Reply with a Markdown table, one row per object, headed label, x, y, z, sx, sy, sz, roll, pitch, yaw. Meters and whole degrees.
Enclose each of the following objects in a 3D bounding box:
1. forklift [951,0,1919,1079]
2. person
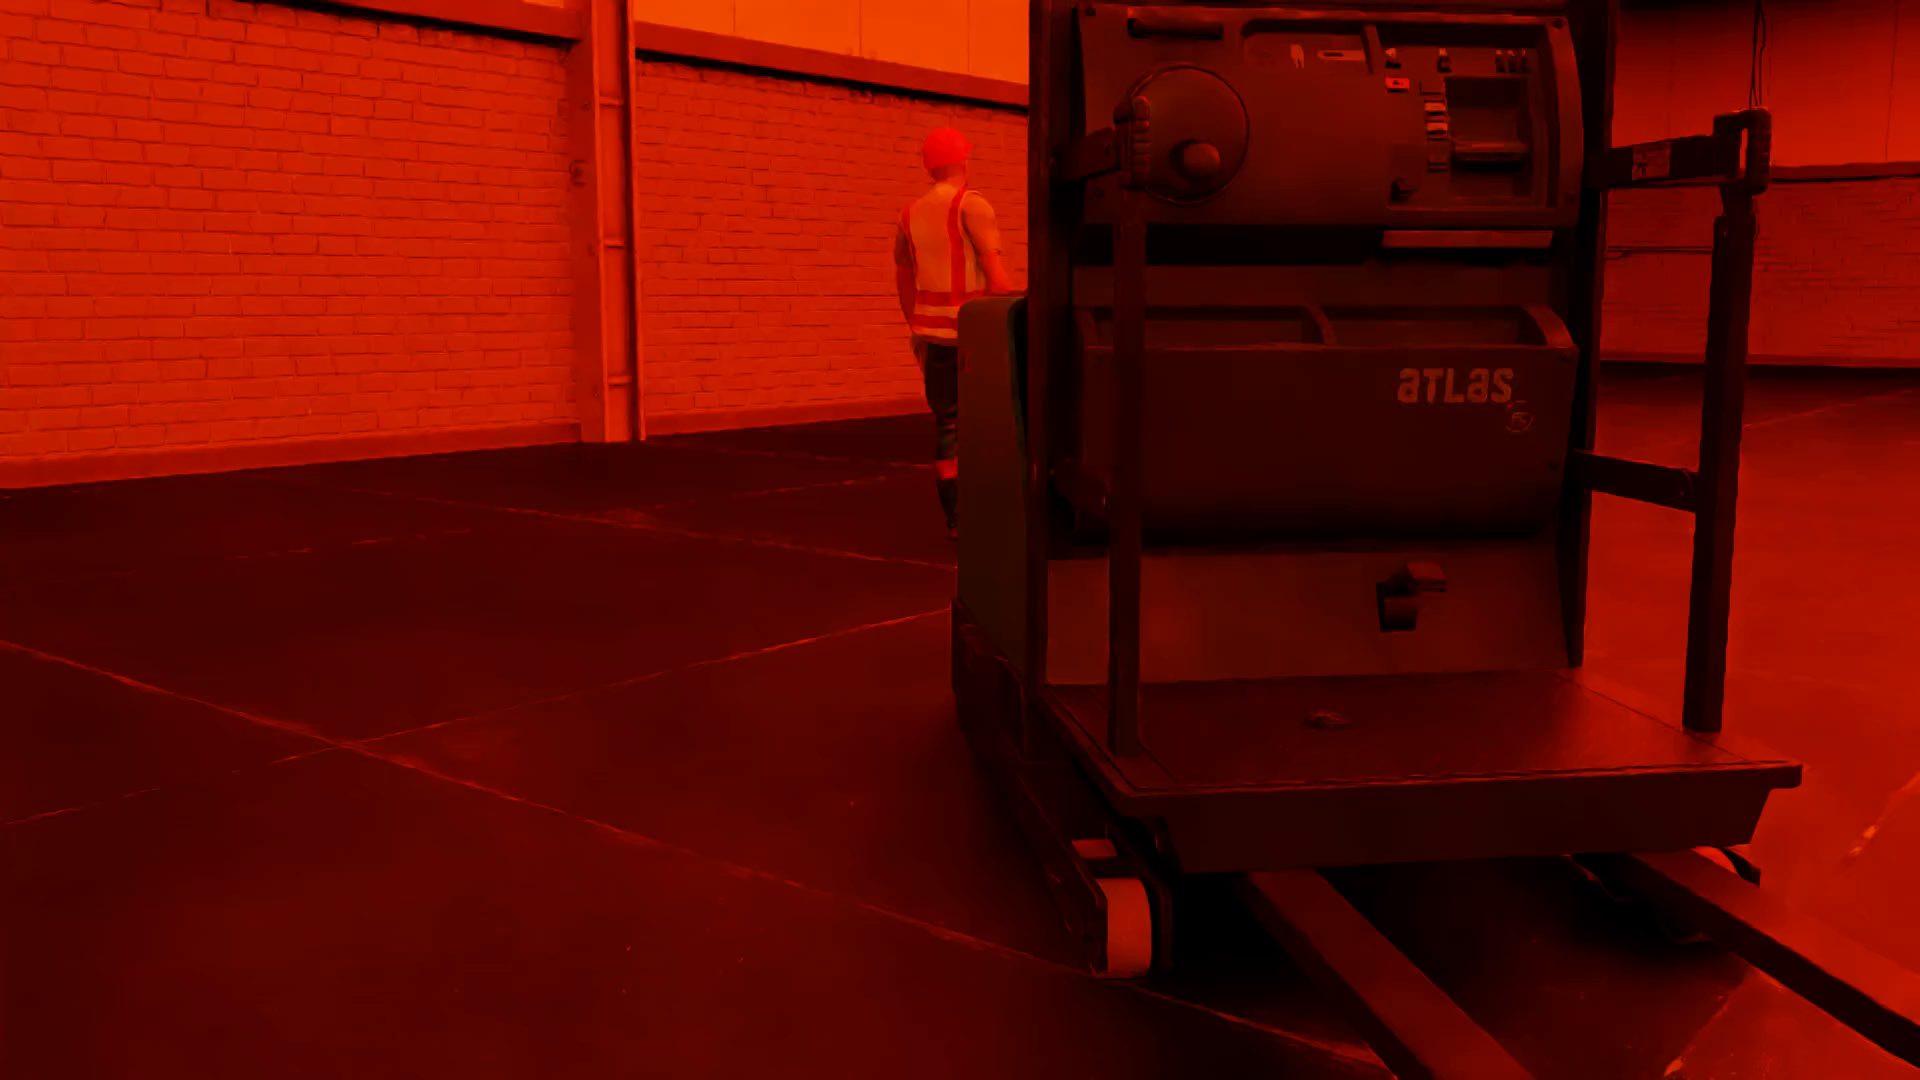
| label | x | y | z | sx | sy | sz | roll | pitch | yaw |
| --- | --- | --- | --- | --- | --- | --- | --- | --- | --- |
| forklift | 0.705 | -0.806 | 2.794 | 1.130 | 2.935 | 3.031 | -1 | 8 | -8 |
| person | 0.059 | -0.900 | 7.329 | 0.637 | 1.787 | 0.563 | 7 | 11 | 38 |
